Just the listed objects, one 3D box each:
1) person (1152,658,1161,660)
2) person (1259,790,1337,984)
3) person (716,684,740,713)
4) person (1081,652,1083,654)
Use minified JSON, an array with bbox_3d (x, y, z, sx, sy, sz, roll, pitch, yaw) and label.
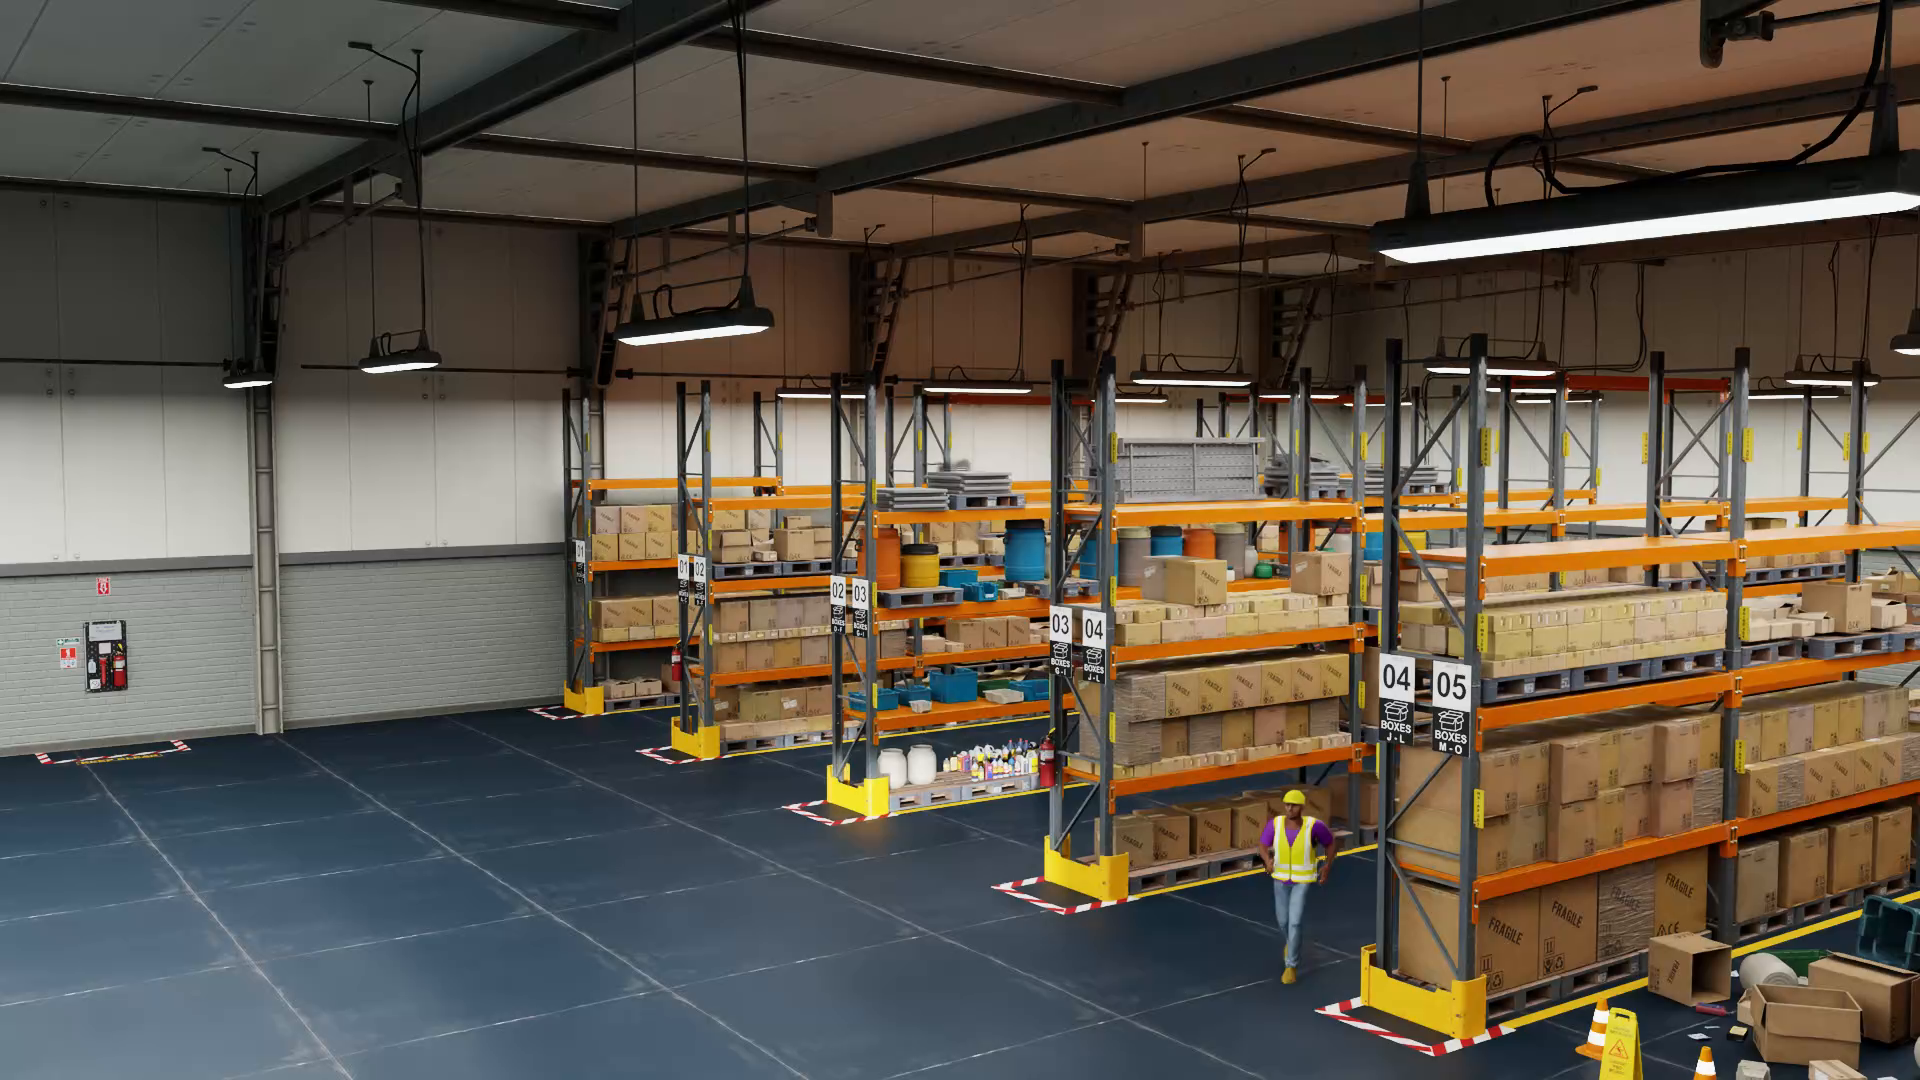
[{"bbox_3d":[3.245,2.200,28.066,0.784,1.840,0.730,-3,5,-37],"label":"person"},{"bbox_3d":[3.212,3.263,15.940,0.725,1.780,0.835,2,4,26],"label":"person"},{"bbox_3d":[-4.101,2.477,29.249,0.906,1.649,0.596,-3,5,-40],"label":"person"},{"bbox_3d":[2.763,2.067,35.166,0.880,1.746,0.621,-3,5,-39],"label":"person"}]
